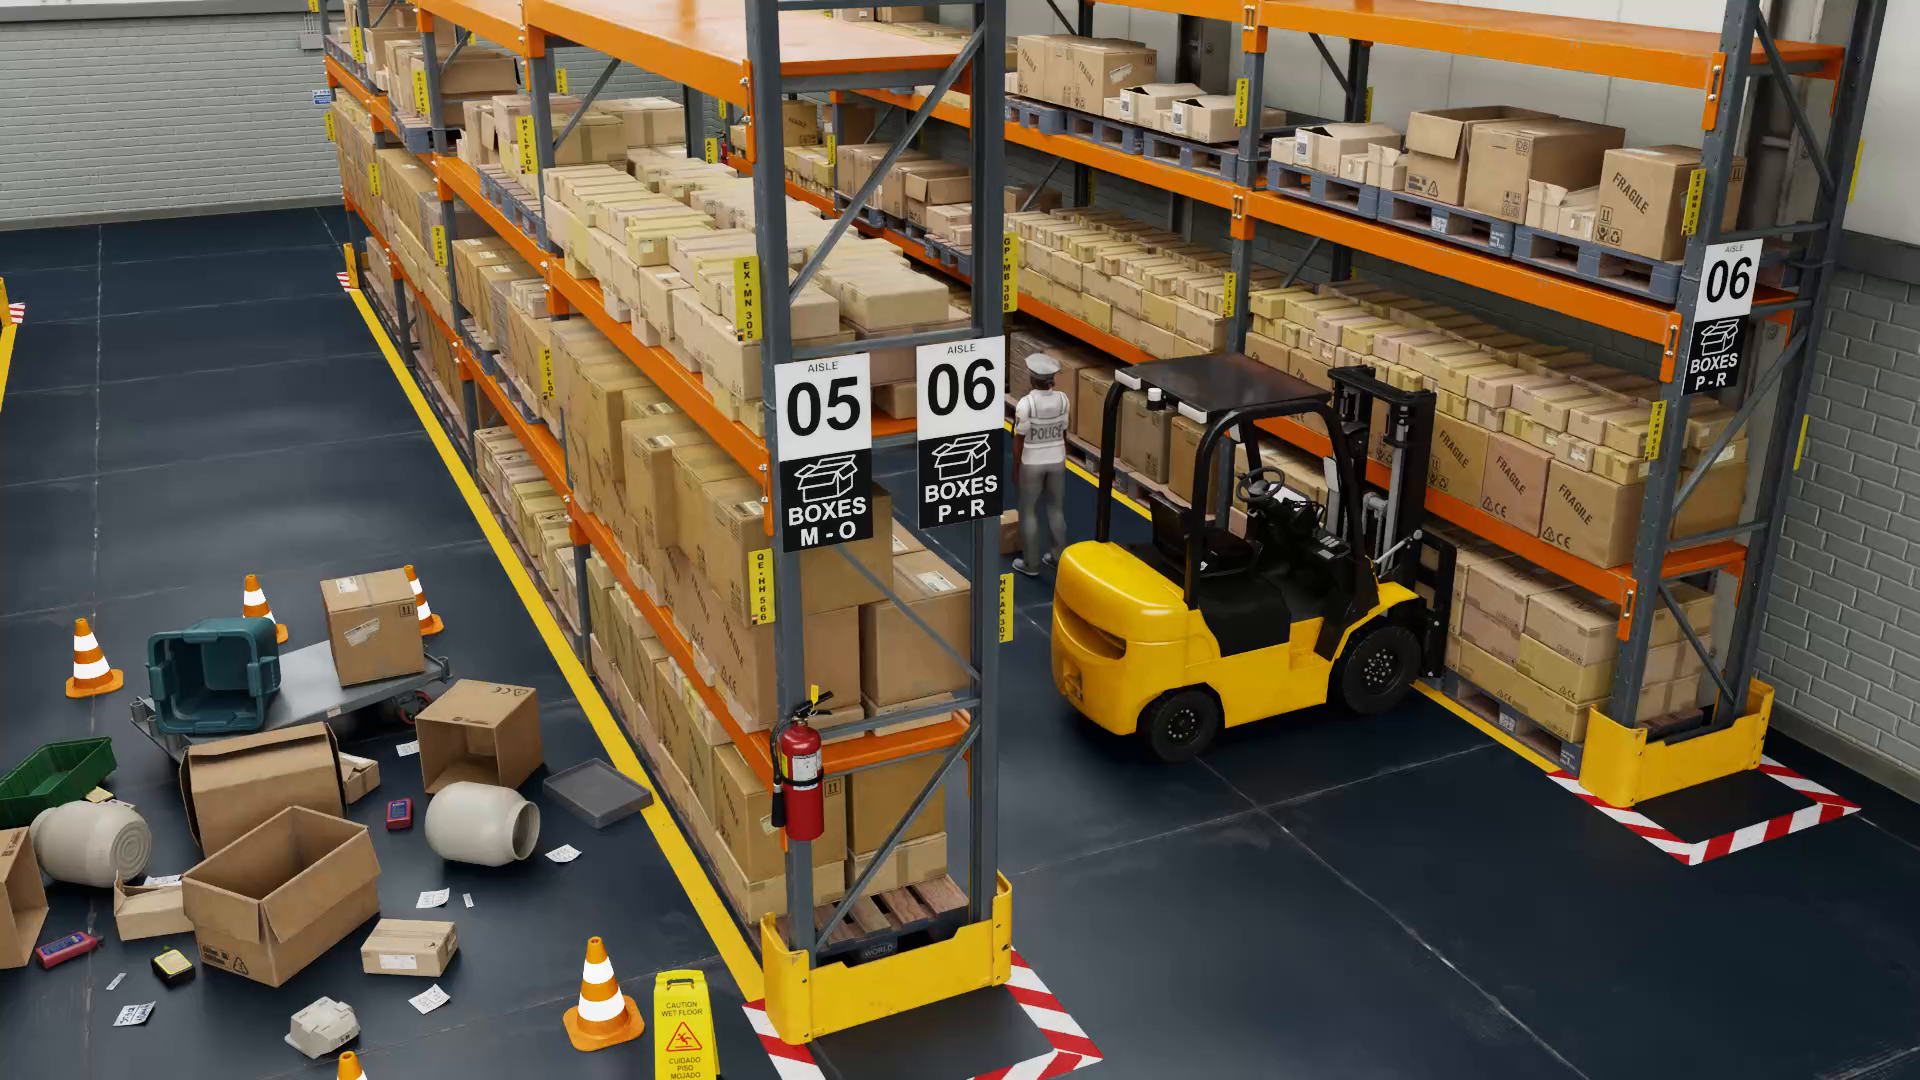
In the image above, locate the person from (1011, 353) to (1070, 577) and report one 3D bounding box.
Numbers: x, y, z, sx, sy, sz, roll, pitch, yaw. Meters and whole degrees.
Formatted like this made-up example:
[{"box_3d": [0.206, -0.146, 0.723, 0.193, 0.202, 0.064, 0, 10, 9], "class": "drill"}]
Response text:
[{"box_3d": [0.581, -0.557, 12.334, 0.437, 1.684, 0.340, -10, 24, -23], "class": "person"}]
